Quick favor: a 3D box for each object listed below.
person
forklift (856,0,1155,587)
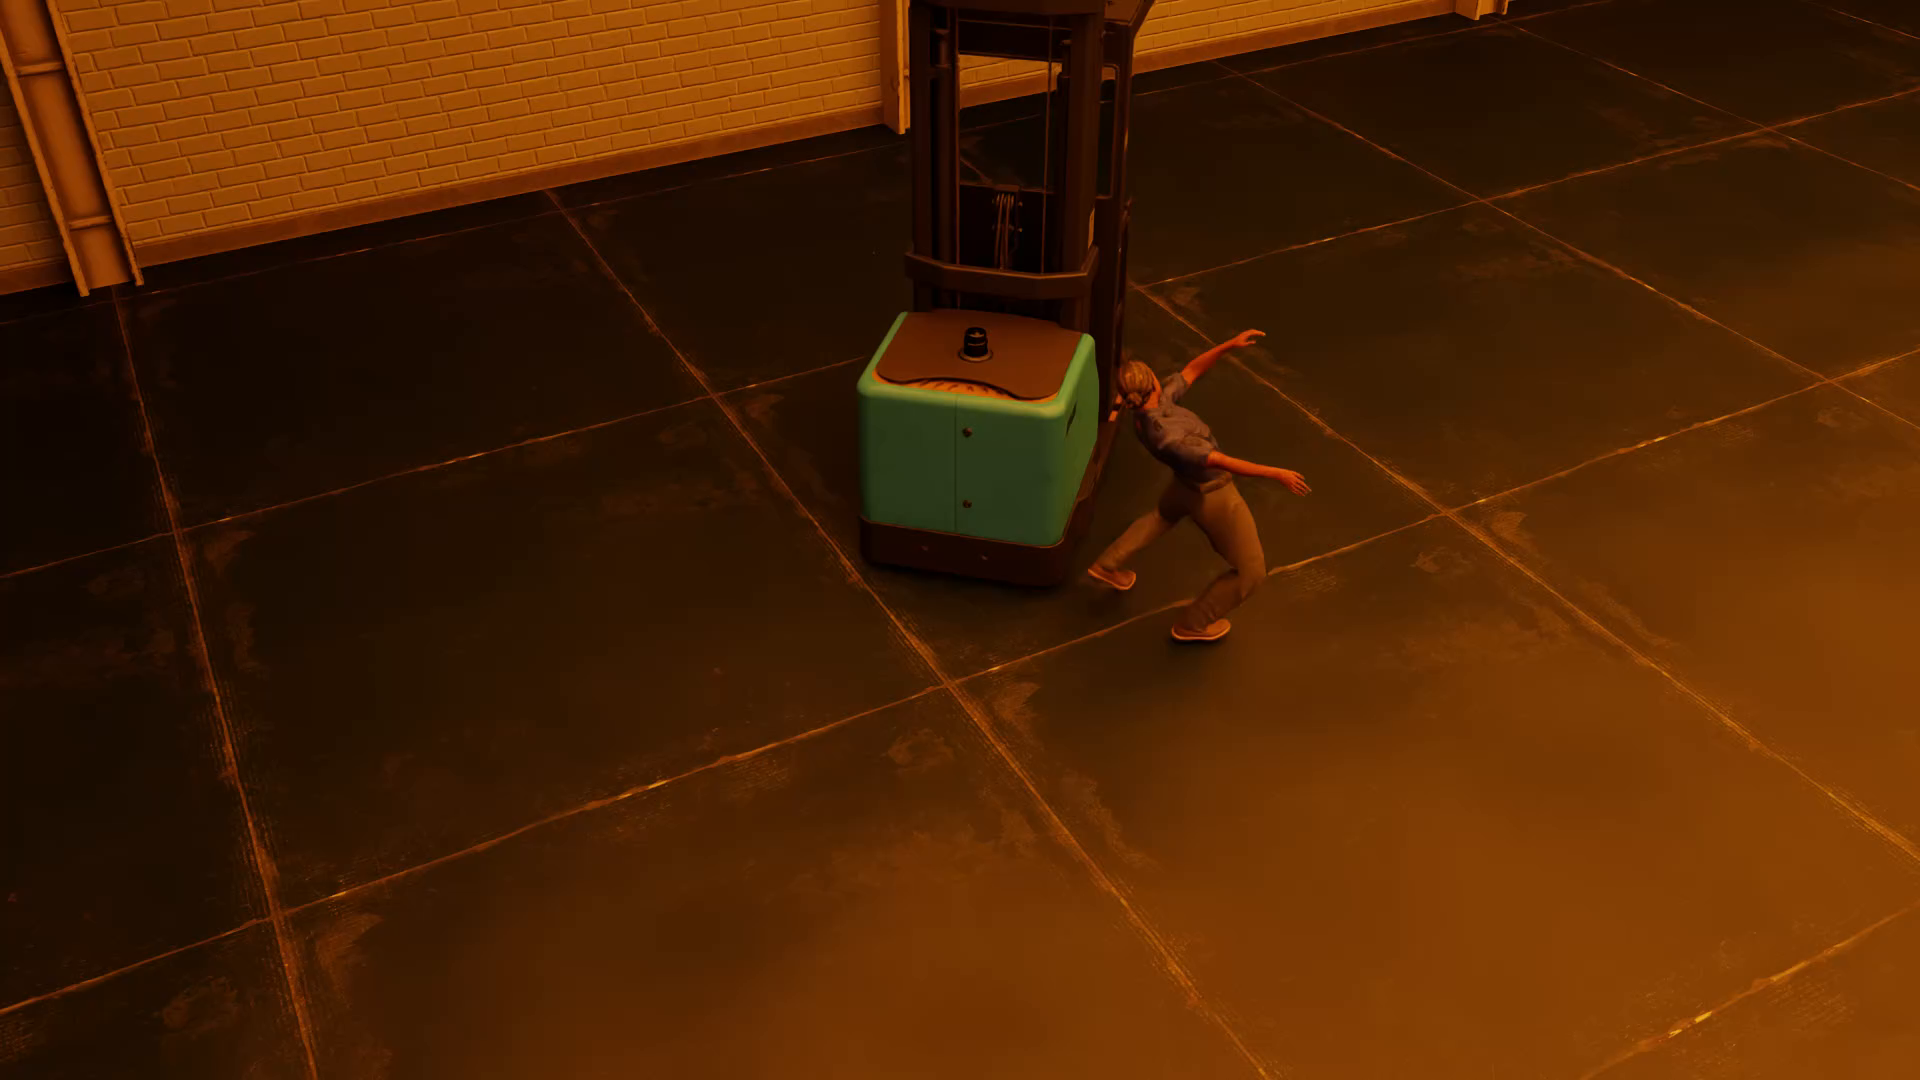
[{"bbox_3d":[1.136,-0.161,7.584,0.686,1.471,1.015,-18,39,-24],"label":"person"},{"bbox_3d":[0.351,-1.814,8.689,1.130,2.935,3.031,8,36,12],"label":"forklift"}]
